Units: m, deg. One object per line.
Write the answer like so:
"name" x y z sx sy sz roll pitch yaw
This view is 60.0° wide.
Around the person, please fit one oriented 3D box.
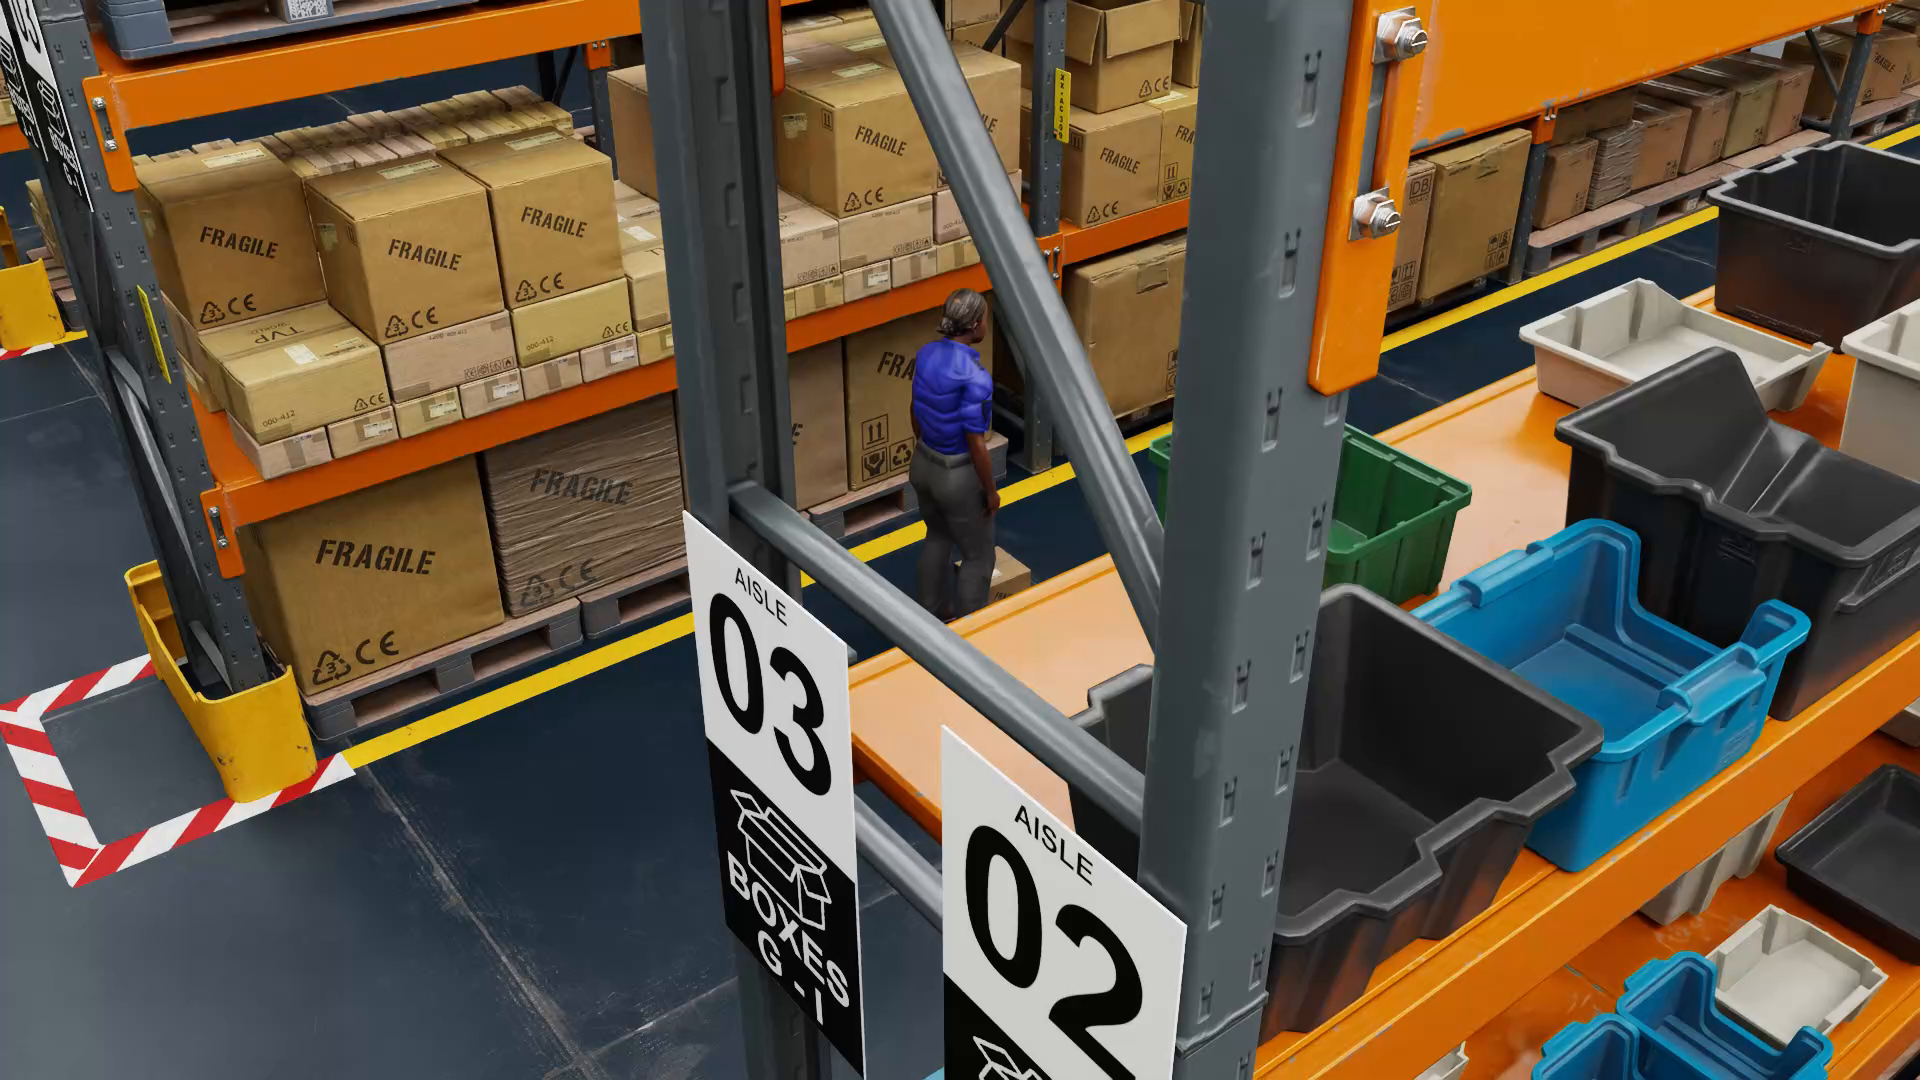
"person" -0.013 -0.278 7.080 0.349 1.655 0.510 -23 39 -31
